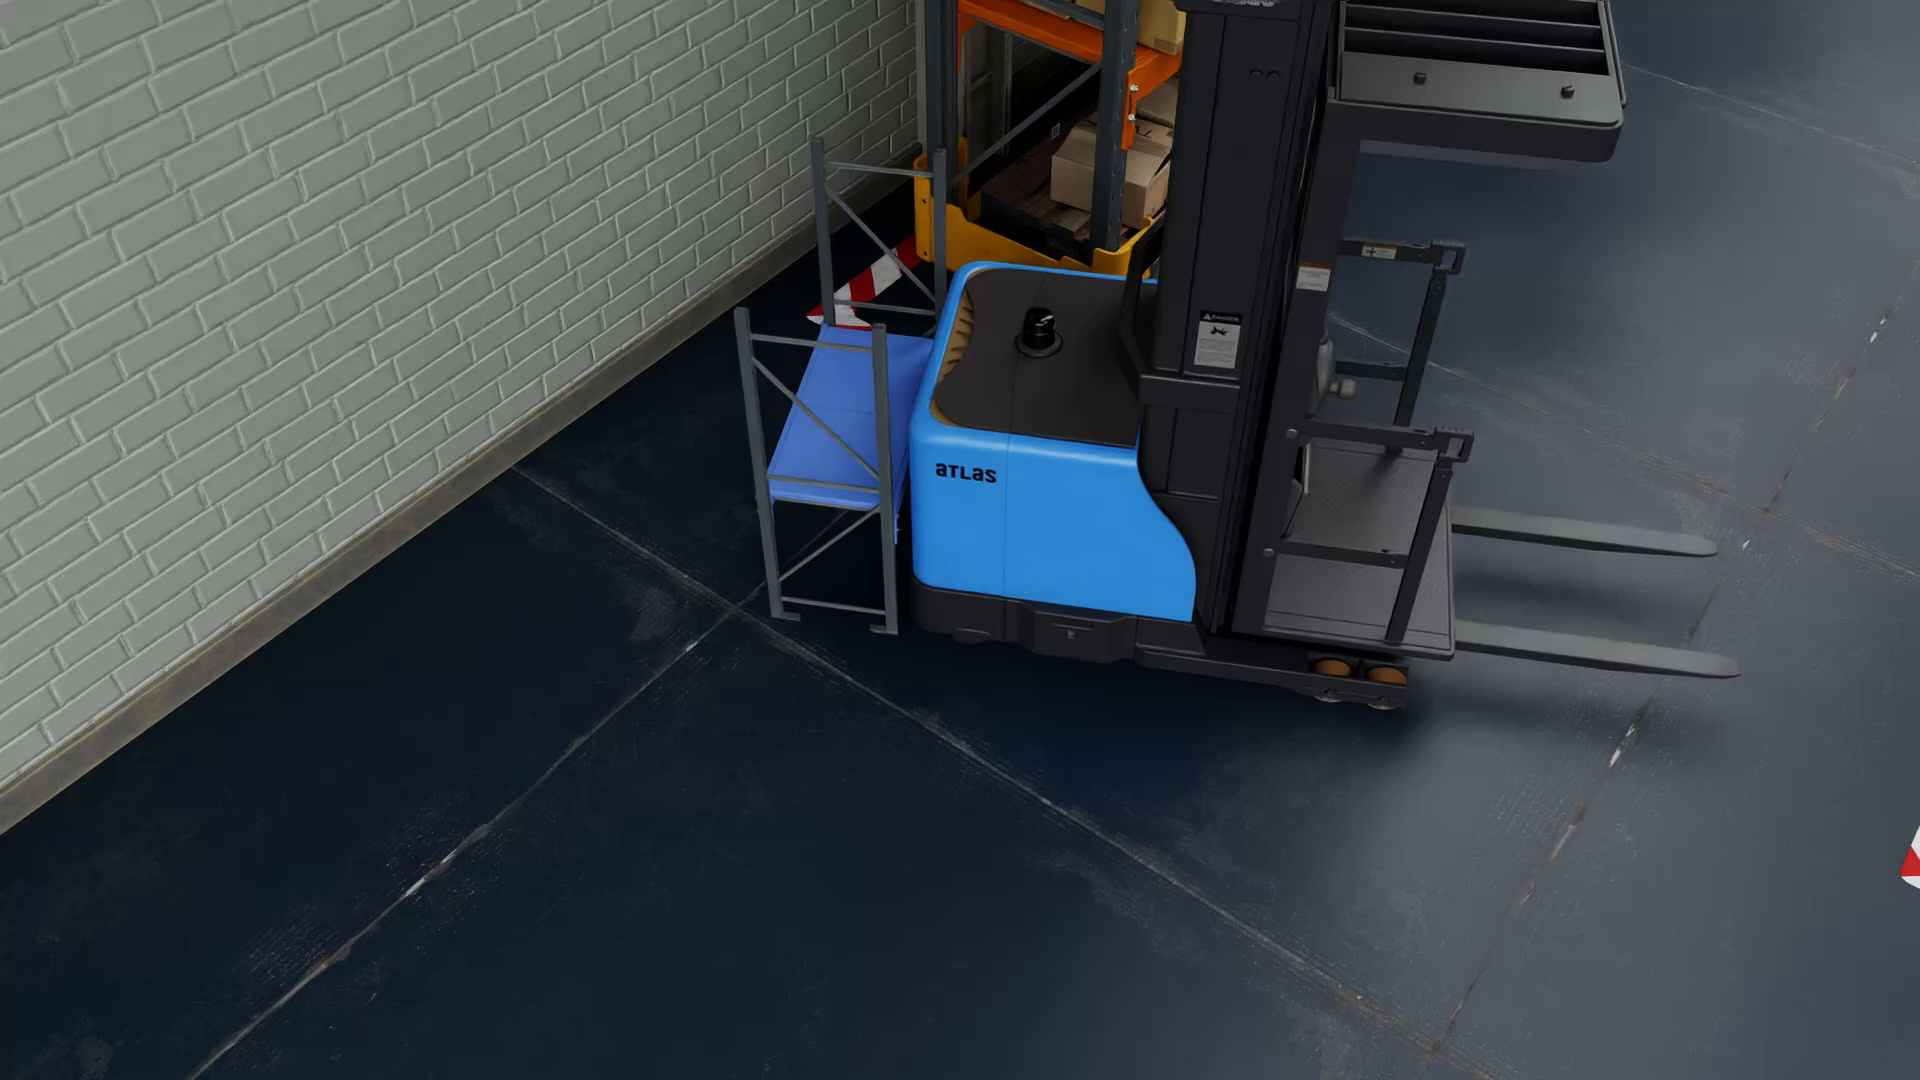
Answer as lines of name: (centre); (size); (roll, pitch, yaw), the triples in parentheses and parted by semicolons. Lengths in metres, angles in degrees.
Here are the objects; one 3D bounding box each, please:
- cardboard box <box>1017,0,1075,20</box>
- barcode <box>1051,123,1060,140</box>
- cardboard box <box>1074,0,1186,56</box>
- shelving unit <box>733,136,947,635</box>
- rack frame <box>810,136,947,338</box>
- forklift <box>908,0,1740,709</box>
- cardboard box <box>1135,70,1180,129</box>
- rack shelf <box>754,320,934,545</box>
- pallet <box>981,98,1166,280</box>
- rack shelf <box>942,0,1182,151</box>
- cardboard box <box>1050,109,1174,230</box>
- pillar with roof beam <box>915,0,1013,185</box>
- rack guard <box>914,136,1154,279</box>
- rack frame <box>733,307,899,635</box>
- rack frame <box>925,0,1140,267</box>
cardboard box: (0.411, -2.537, 7.189); (0.500, 0.250, 0.500); (30, 53, 25)
barcode: (0.468, -1.999, 8.134); (0.001, 0.075, 0.075); (29, 53, 25)
cardboard box: (0.828, -2.323, 6.985); (0.500, 0.250, 0.500); (28, 52, 24)
shelving unit: (-0.392, -0.558, 6.246); (0.538, 1.500, 1.048); (8, 47, 7)
rack frame: (-0.299, -0.919, 6.591); (0.500, 1.500, 0.032); (8, 47, 7)
forklift: (1.376, -0.805, 5.492); (3.031, 2.935, 1.130); (7, 47, 7)
cardboard box: (1.122, -2.135, 8.270); (0.500, 0.311, 0.500); (34, 55, 28)
rack shelf: (-0.392, -0.434, 6.376); (0.538, 0.185, 1.000); (8, 47, 7)
pallet: (0.850, -1.759, 8.284); (1.003, 0.211, 1.213); (29, 53, 25)
rack shelf: (1.502, -3.125, 8.158); (1.077, 0.370, 4.000); (29, 53, 25)
cardboard box: (0.773, -1.808, 7.958); (0.500, 0.311, 0.500); (24, 51, 21)
pillar with roof beam: (3.429, -3.181, 3.565); (9.100, 9.000, 0.400); (29, 53, 25)
rack guard: (0.325, -1.409, 7.750); (1.175, 0.500, 0.348); (29, 53, 25)
rack frame: (-0.485, -0.196, 5.900); (0.500, 1.500, 0.032); (8, 47, 7)
rack frame: (0.279, -2.229, 6.805); (1.000, 3.000, 0.127); (29, 53, 25)
